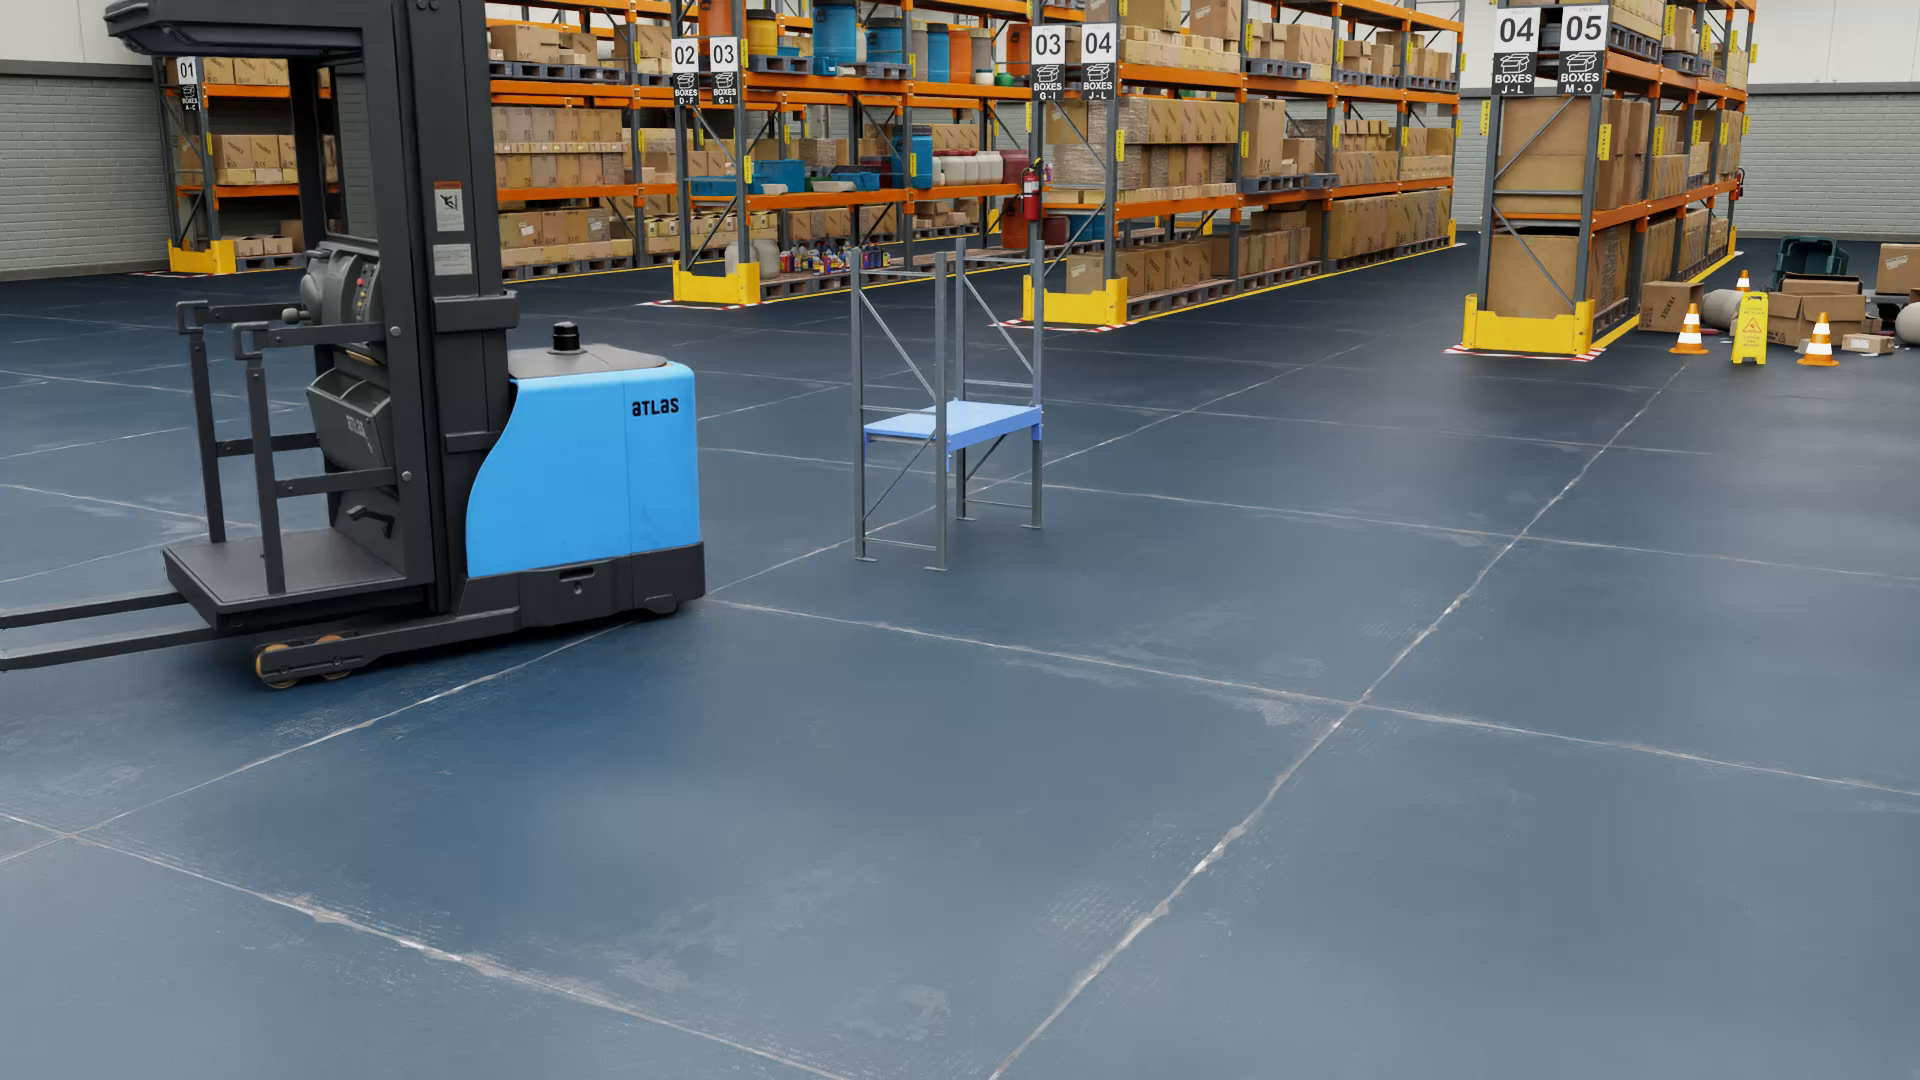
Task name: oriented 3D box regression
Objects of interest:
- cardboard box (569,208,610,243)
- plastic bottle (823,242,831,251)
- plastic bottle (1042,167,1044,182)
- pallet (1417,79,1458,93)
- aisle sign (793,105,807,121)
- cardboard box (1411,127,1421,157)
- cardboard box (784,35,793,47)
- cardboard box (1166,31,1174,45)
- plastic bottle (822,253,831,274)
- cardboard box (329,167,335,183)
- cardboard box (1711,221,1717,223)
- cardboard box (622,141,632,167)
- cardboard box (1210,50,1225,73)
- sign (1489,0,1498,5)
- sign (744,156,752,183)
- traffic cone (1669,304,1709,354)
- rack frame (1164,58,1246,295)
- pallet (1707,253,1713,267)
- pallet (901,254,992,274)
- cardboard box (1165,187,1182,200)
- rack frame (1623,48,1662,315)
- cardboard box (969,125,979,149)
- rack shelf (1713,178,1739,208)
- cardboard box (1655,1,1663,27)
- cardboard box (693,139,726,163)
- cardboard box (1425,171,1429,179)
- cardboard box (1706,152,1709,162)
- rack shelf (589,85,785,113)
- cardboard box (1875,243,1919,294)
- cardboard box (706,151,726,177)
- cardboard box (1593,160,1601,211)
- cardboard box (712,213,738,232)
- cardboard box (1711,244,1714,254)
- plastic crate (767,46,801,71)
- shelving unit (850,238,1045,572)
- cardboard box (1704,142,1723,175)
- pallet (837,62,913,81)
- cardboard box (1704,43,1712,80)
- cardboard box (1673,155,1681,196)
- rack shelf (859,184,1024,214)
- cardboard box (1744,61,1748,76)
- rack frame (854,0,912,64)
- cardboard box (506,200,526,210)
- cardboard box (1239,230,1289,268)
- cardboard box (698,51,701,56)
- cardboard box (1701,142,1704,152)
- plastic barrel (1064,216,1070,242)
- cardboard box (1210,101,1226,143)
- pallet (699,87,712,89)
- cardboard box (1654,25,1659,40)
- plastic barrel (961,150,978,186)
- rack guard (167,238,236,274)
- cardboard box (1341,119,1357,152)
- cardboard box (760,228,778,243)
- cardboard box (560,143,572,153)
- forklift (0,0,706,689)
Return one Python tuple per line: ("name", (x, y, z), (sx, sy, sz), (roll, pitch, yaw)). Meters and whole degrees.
("cardboard box", (-5.768, -4.866, 25.688), (0.500, 0.500, 0.500), (7, 15, 28))
("plastic bottle", (-1.902, -4.101, 23.856), (0.144, 0.351, 0.185), (8, 16, 30))
("plastic bottle", (1.357, -6.124, 27.810), (0.097, 0.271, 0.097), (0, 14, 0))
("pallet", (8.638, -8.456, 30.996), (1.003, 0.211, 1.213), (7, 15, 28))
("aisle sign", (-3.723, -10.122, 38.572), (0.394, 0.787, 0.004), (7, 15, 28))
("cardboard box", (7.754, -6.979, 29.167), (0.500, 0.500, 0.500), (7, 15, 28))
("cardboard box", (-3.333, -8.757, 29.712), (0.500, 0.500, 0.500), (7, 15, 28))
("cardboard box", (2.247, -5.784, 19.193), (0.380, 0.149, 0.250), (7, 15, 26))
("plastic bottle", (-1.808, -3.747, 22.532), (0.061, 0.283, 0.133), (8, 16, 29))
("cardboard box", (-10.505, -5.911, 26.931), (0.500, 0.250, 0.500), (8, 15, 29))
("cardboard box", (12.473, -5.263, 27.881), (0.380, 0.149, 0.250), (7, 15, 28))
("cardboard box", (-6.927, -7.718, 33.256), (0.500, 0.500, 0.500), (7, 15, 28))
("cardboard box", (2.933, -5.888, 20.477), (0.500, 0.250, 0.500), (8, 16, 29))
("sign", (5.078, -5.243, 15.761), (0.100, 0.325, 0.005), (7, 15, 28))
("sign", (-2.603, -4.544, 20.390), (0.100, 0.325, 0.005), (7, 15, 28))
("traffic cone", (7.046, -2.043, 16.022), (0.336, 0.463, 0.334), (7, 15, 28))
("rack frame", (3.187, -4.732, 21.761), (1.000, 3.000, 0.127), (7, 15, 28))
("pallet", (11.641, -4.577, 27.067), (1.003, 0.211, 1.213), (7, 15, 28))
("pallet", (-0.214, -4.354, 26.144), (1.003, 0.211, 1.213), (7, 15, 28))
("cardboard box", (2.410, -4.117, 19.748), (0.380, 0.149, 0.250), (7, 15, 28))
("rack frame", (7.480, -4.149, 19.344), (1.000, 3.000, 0.127), (7, 15, 28))
("cardboard box", (0.100, -8.626, 35.565), (0.500, 0.500, 0.500), (8, 16, 30))
("rack shelf", (12.314, -5.851, 27.939), (1.077, 0.370, 4.000), (7, 15, 28))
("cardboard box", (7.467, -5.802, 18.375), (0.500, 0.250, 0.500), (7, 15, 27))
("cardboard box", (-5.678, -8.312, 35.972), (0.980, 0.700, 0.700), (8, 16, 29))
("cardboard box", (8.241, -6.594, 30.021), (0.380, 0.149, 0.250), (7, 15, 26))
("cardboard box", (11.328, -5.913, 25.666), (0.380, 0.149, 0.250), (8, 16, 30))
("rack shelf", (-4.516, -7.374, 27.855), (1.077, 0.370, 4.000), (7, 15, 28))
("cardboard box", (10.289, -2.958, 18.119), (0.500, 0.500, 0.500), (7, 15, 28))
("cardboard box", (-4.346, -6.378, 28.377), (0.500, 0.500, 0.500), (6, 15, 25))
("cardboard box", (5.933, -3.598, 16.738), (0.875, 0.550, 0.550), (7, 15, 28))
("cardboard box", (-4.079, -5.470, 28.596), (0.500, 0.311, 0.500), (7, 15, 28))
("cardboard box", (11.933, -4.702, 26.822), (0.380, 0.149, 0.250), (8, 16, 30))
("plastic crate", (-2.424, -6.348, 22.099), (0.392, 0.384, 0.575), (7, 15, 28))
("shelving unit", (-0.041, -0.712, 8.285), (0.538, 1.500, 1.048), (7, 15, 28))
("cardboard box", (11.807, -6.057, 26.409), (0.500, 0.500, 0.500), (7, 15, 27))
("pallet", (-1.412, -6.500, 23.100), (1.213, 0.211, 1.003), (7, 15, 28))
("cardboard box", (10.158, -6.667, 23.175), (0.500, 0.500, 0.500), (7, 15, 28))
("cardboard box", (8.947, -4.691, 21.378), (0.500, 0.500, 0.500), (7, 15, 27))
("rack shelf", (-0.182, -5.354, 25.875), (1.077, 0.370, 4.000), (7, 15, 28))
("cardboard box", (13.281, -8.116, 28.652), (0.500, 0.250, 0.500), (7, 15, 26))
("rack frame", (-1.149, -8.210, 23.386), (1.000, 3.000, 0.127), (7, 15, 28))
("cardboard box", (-8.521, -6.336, 31.209), (0.500, 0.250, 0.500), (8, 16, 29))
("cardboard box", (4.289, -4.179, 23.863), (0.700, 0.500, 0.500), (9, 16, 33))
("cardboard box", (-5.364, -10.174, 35.545), (0.500, 0.500, 0.500), (7, 15, 28))
("cardboard box", (10.942, -5.895, 24.958), (0.380, 0.149, 0.250), (7, 15, 28))
("plastic barrel", (1.747, -5.568, 29.643), (0.421, 0.512, 0.421), (0, 14, 0))
("cardboard box", (2.970, -5.185, 20.659), (0.500, 0.500, 0.500), (7, 15, 28))
("pallet", (-4.337, -7.663, 27.922), (1.003, 0.211, 1.213), (8, 16, 31))
("cardboard box", (7.462, -5.575, 18.286), (0.380, 0.149, 0.250), (8, 16, 29))
("plastic barrel", (0.069, -5.770, 25.777), (0.433, 0.535, 0.433), (0, 14, 0))
("rack guard", (-11.718, -4.395, 25.698), (1.175, 0.500, 0.348), (7, 15, 28))
("cardboard box", (5.806, -6.370, 26.204), (0.797, 0.503, 0.637), (8, 16, 29))
("cardboard box", (-3.590, -5.408, 29.535), (0.500, 0.250, 0.500), (8, 16, 29))
("cardboard box", (-6.042, -5.879, 24.920), (0.380, 0.149, 0.250), (8, 16, 30))
("forklift", (-2.607, -1.008, 6.462), (3.031, 2.935, 1.130), (-9, 16, -34))
